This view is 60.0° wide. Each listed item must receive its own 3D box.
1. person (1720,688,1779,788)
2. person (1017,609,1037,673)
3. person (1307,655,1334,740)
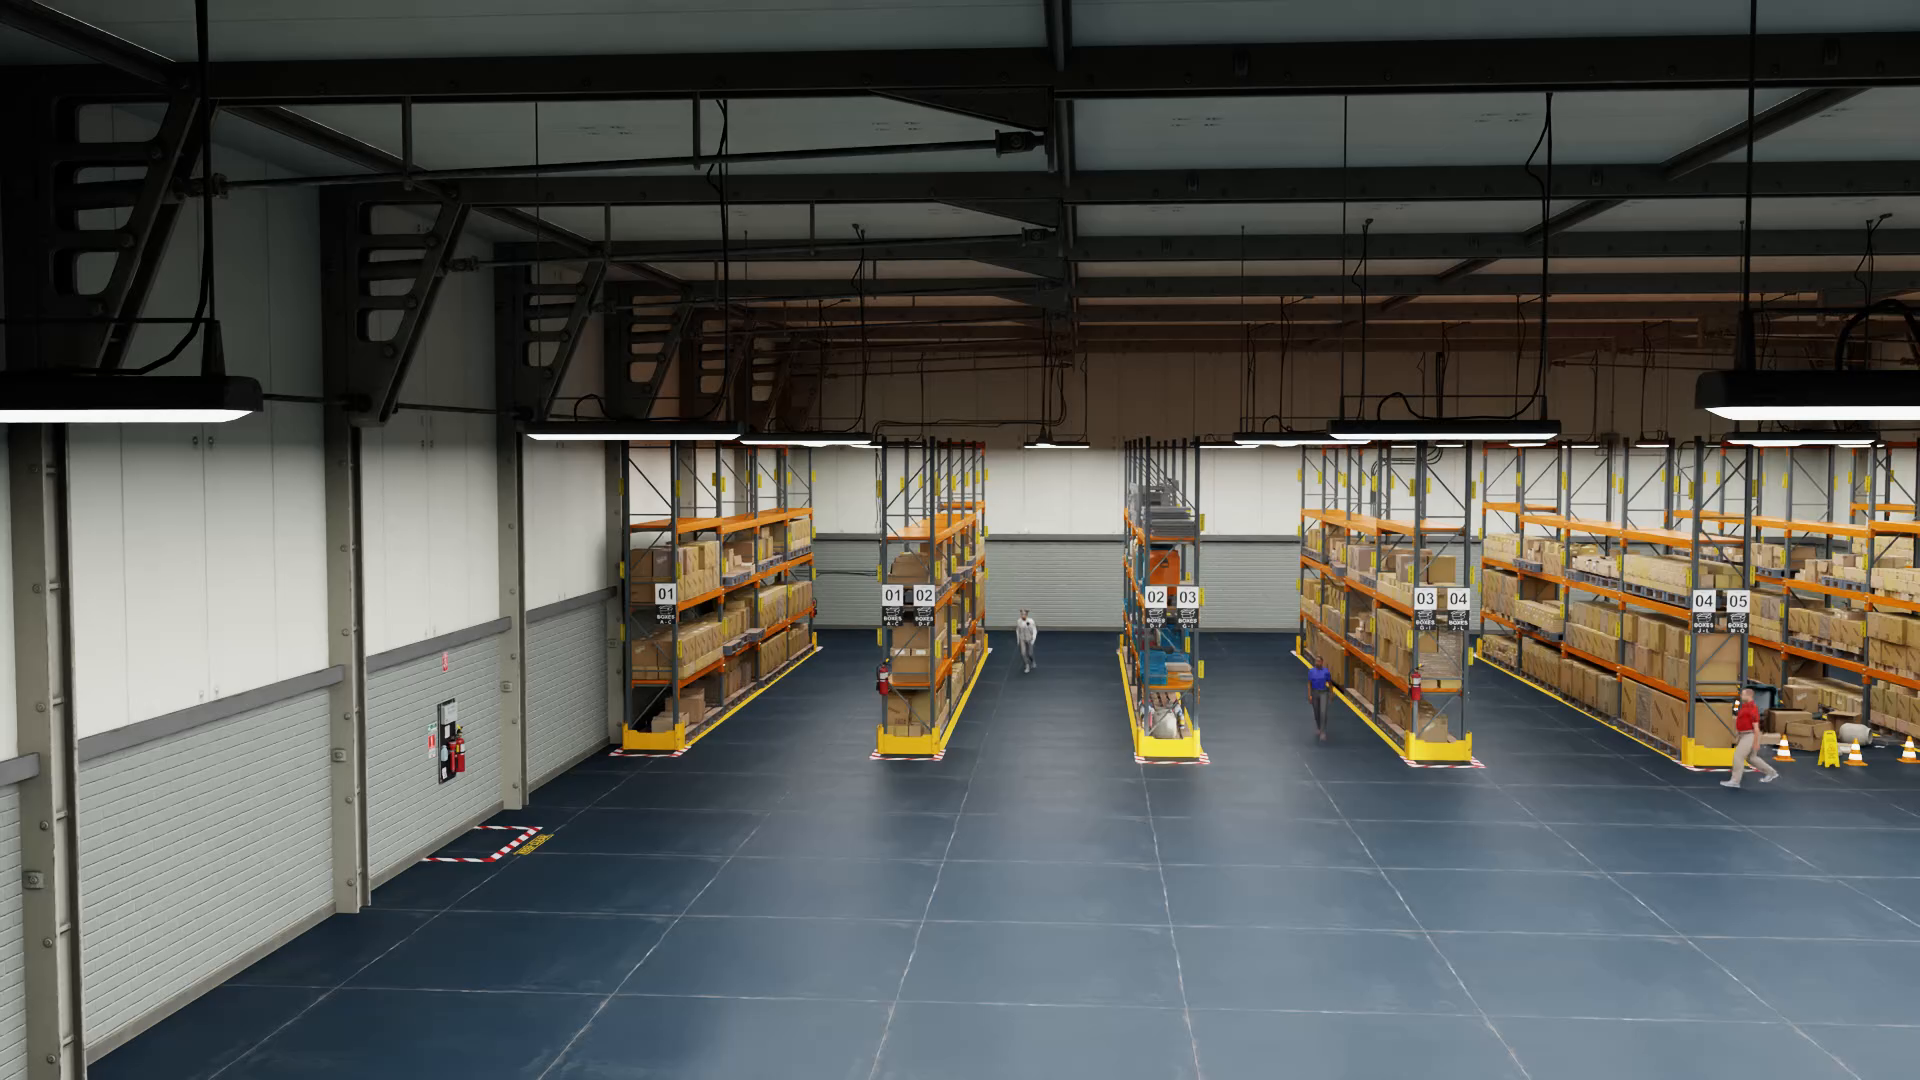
[{"bbox_3d":[13.419,3.359,28.233,0.999,1.679,0.540,0,3,6],"label":"person"},{"bbox_3d":[1.752,2.596,43.217,0.548,1.648,0.625,1,3,19],"label":"person"},{"bbox_3d":[7.183,3.114,33.220,0.489,1.626,0.867,2,3,28],"label":"person"}]
